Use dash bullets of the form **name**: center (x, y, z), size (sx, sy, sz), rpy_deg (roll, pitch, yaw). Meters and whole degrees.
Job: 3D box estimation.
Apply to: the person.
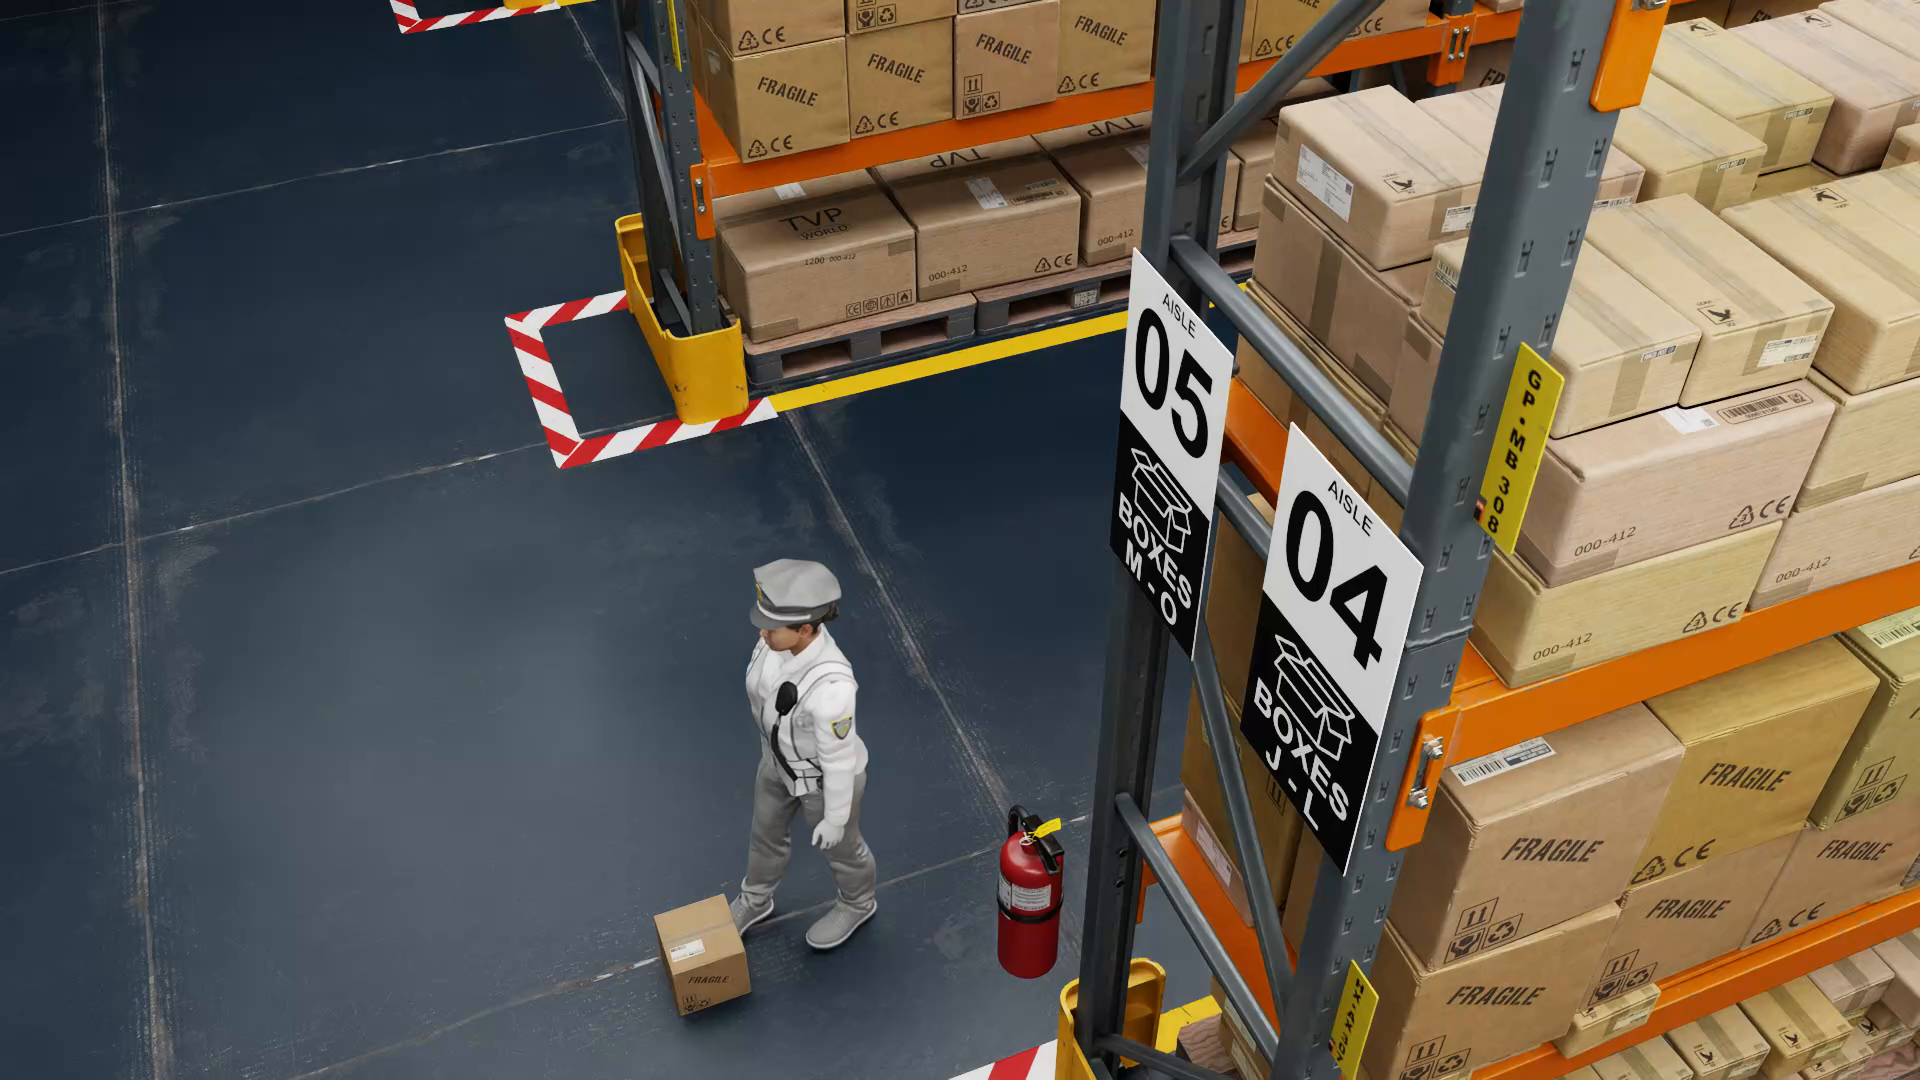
- **person**: center (-0.561, 0.781, 5.270), size (0.594, 1.669, 0.498), rpy_deg (-24, 47, -24)
